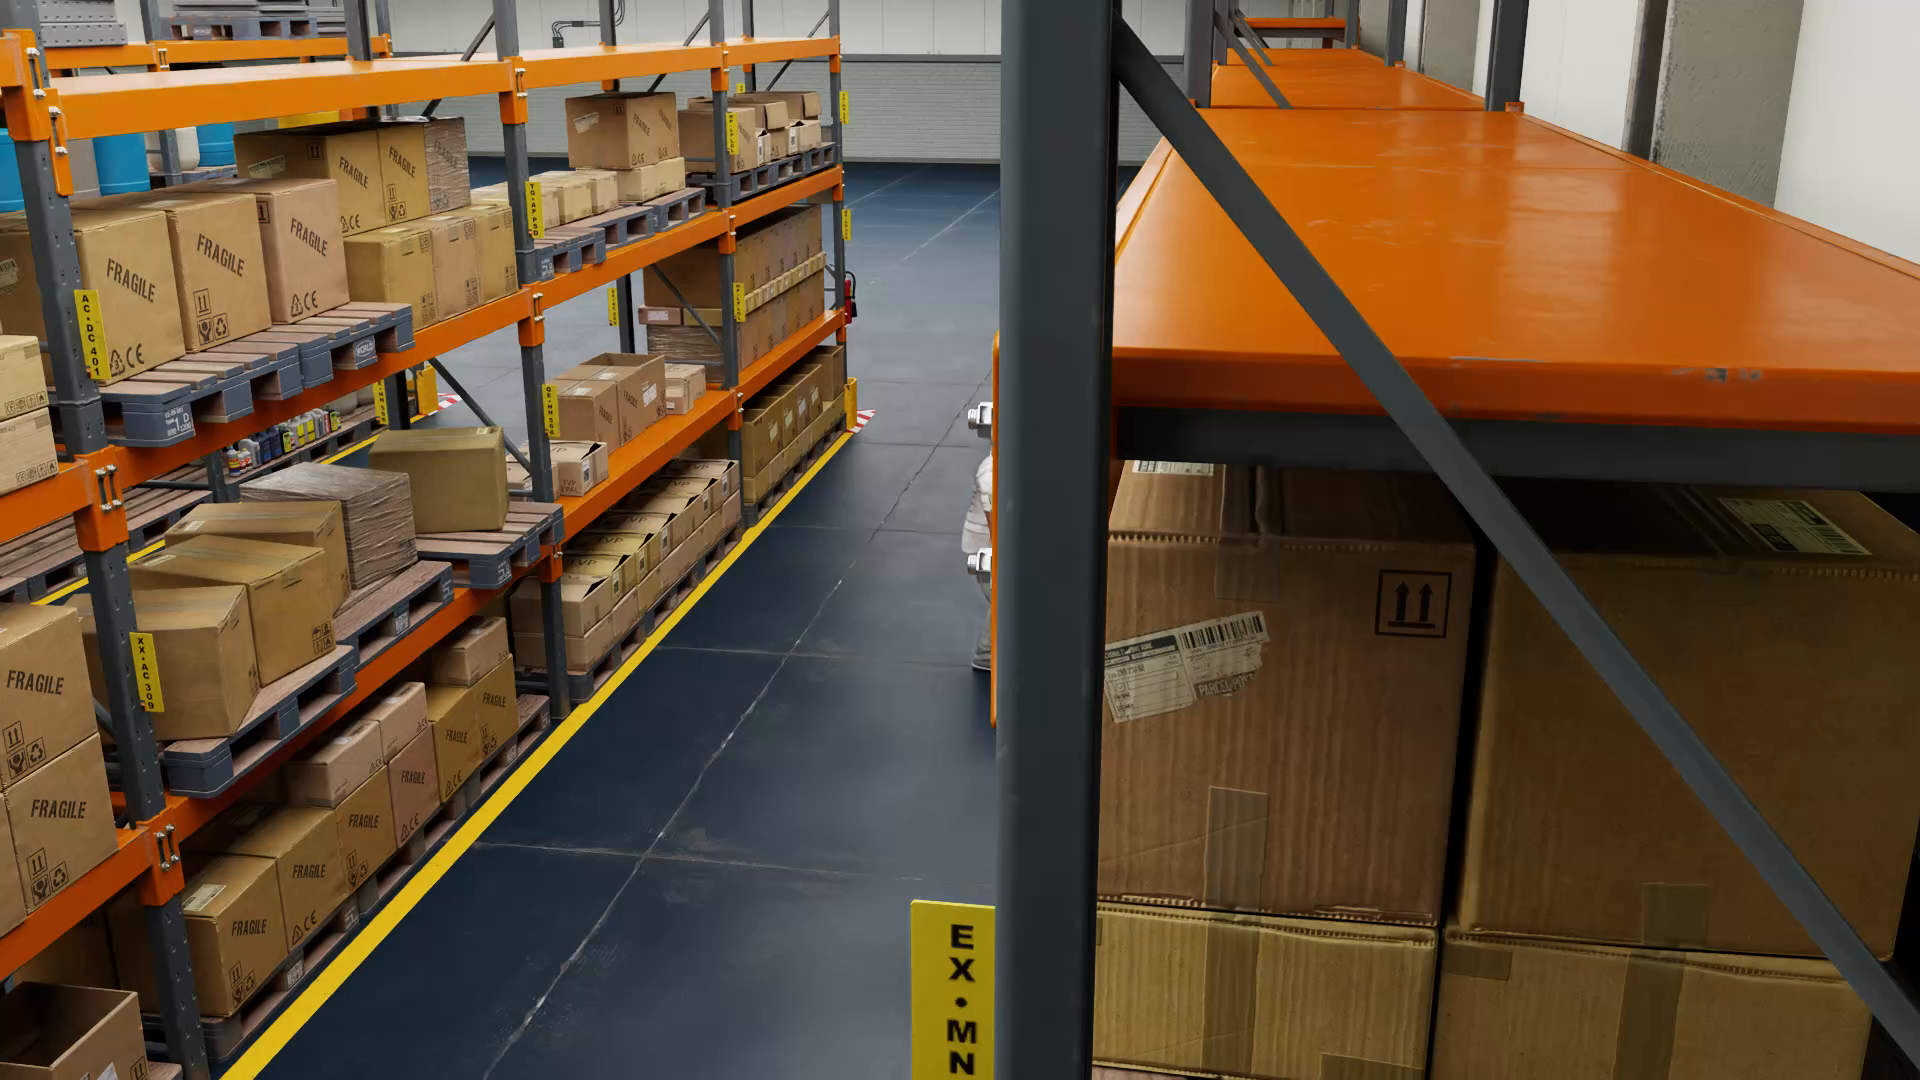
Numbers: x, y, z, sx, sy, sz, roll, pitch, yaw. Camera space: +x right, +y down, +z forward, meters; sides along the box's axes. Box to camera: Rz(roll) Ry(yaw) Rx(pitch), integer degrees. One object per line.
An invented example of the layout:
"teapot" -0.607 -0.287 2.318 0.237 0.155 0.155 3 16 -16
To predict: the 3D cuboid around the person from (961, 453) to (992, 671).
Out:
"person" 0.271 0.051 11.487 0.496 1.701 0.557 3 18 10
